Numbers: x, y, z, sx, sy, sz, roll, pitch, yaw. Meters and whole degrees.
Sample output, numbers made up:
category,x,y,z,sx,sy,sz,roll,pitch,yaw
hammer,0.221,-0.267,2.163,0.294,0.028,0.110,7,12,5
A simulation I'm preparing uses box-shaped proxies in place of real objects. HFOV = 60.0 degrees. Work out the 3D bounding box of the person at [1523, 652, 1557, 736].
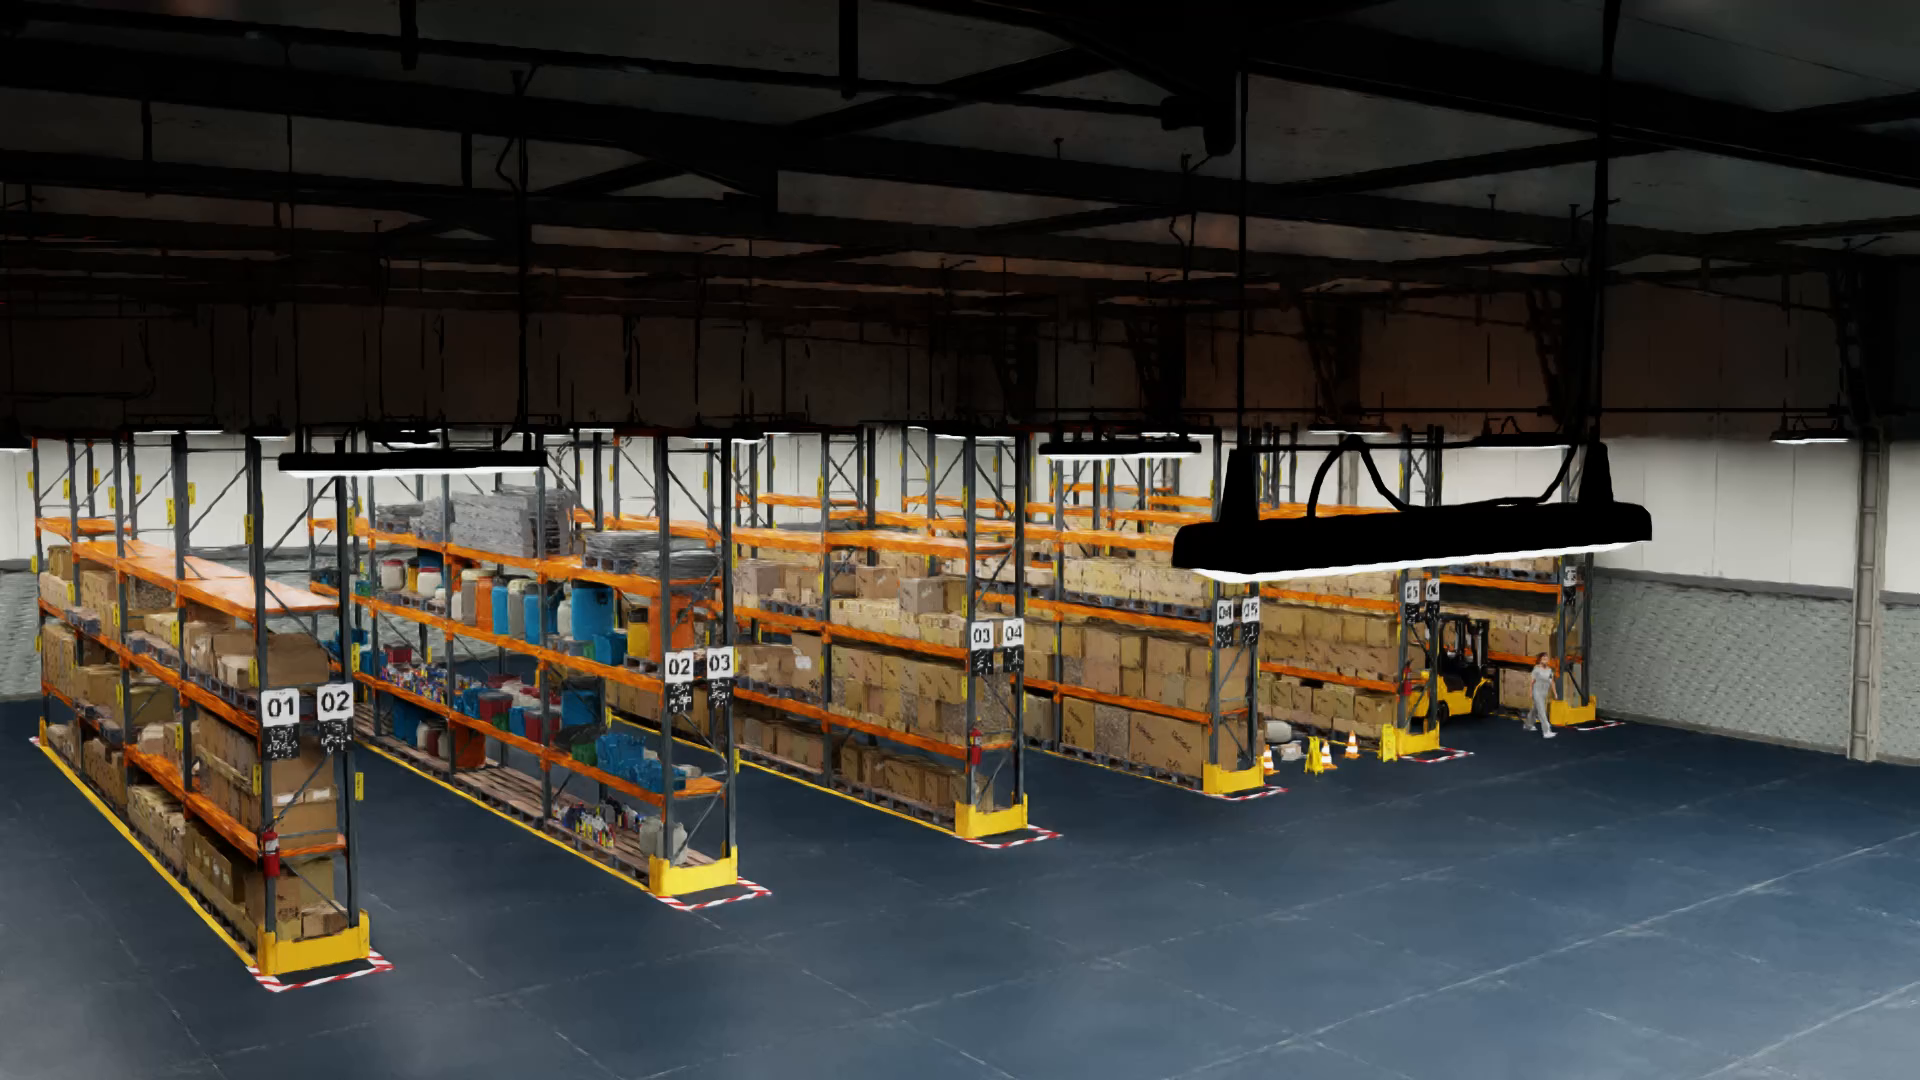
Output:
category,x,y,z,sx,sy,sz,roll,pitch,yaw
person,11.339,2.972,32.360,0.446,1.600,1.006,-2,5,-27
